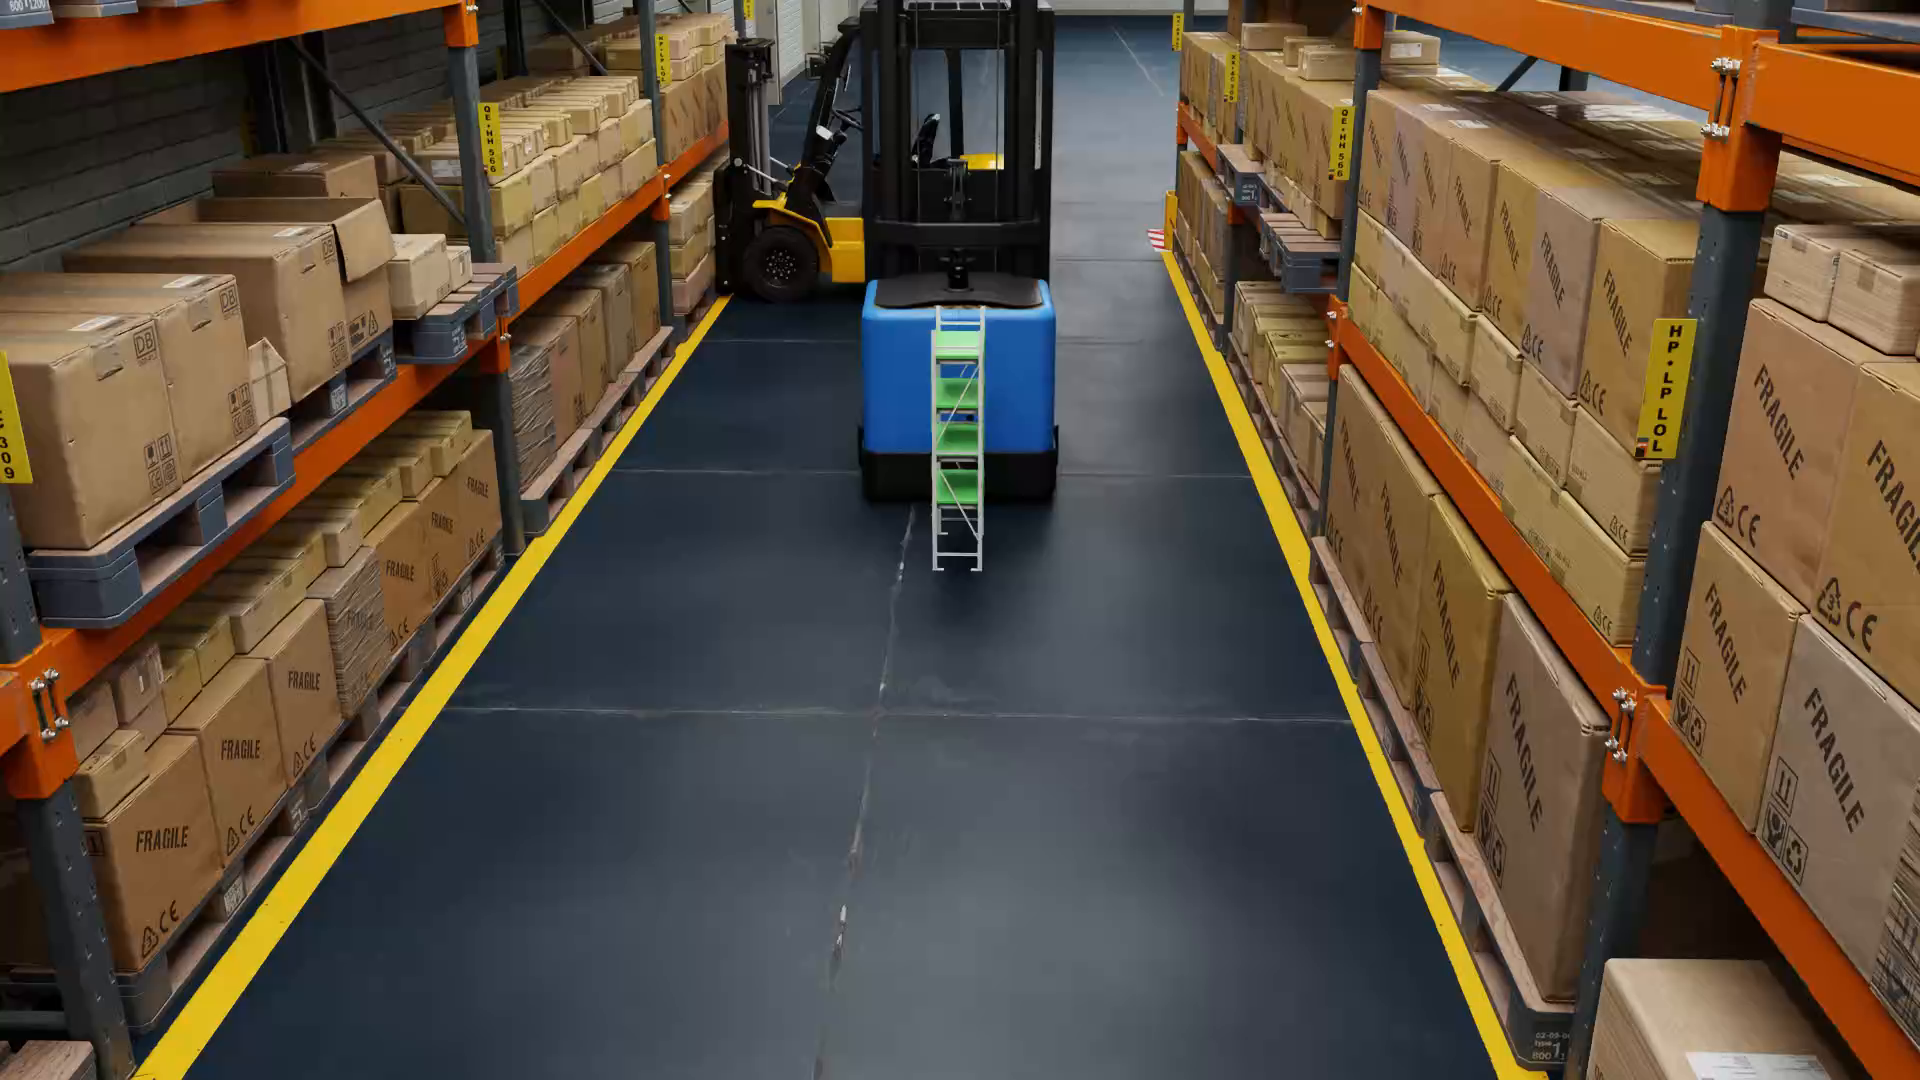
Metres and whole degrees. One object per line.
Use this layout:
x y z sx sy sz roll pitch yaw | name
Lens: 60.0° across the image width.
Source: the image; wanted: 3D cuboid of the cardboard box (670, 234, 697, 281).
-2.250 -2.100 12.323 0.500 0.250 0.500 1 21 1 | cardboard box

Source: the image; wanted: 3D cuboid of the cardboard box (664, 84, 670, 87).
-2.294 -3.336 11.946 0.380 0.149 0.250 1 21 3 | cardboard box

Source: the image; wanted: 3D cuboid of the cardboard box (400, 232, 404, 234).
-2.937 -1.430 8.276 0.500 0.250 0.500 0 21 0 | cardboard box

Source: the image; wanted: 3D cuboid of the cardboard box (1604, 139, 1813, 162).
2.461 -1.057 5.585 0.500 0.500 0.500 0 21 1 | cardboard box

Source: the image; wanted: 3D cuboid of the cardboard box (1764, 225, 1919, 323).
1.876 -0.539 3.355 0.380 0.149 0.250 0 21 1 | cardboard box

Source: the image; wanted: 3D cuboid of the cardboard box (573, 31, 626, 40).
-2.794 -3.850 12.860 0.380 0.149 0.250 0 21 1 | cardboard box

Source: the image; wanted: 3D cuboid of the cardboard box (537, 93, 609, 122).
-2.358 -2.632 10.132 0.380 0.149 0.250 0 21 0 | cardboard box

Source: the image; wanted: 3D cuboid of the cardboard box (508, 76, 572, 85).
-2.798 -3.006 11.094 0.380 0.149 0.250 0 21 0 | cardboard box

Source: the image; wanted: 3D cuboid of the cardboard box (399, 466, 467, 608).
-2.519 -0.029 7.333 0.500 0.500 0.500 0 21 1 | cardboard box

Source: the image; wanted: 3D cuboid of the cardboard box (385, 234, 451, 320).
-2.403 -1.076 6.782 0.500 0.250 0.500 0 21 -1 | cardboard box

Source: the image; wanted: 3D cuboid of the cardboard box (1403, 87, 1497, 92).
2.520 -2.012 8.436 0.500 0.500 0.500 2 21 4 | cardboard box

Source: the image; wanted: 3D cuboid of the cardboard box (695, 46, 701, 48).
-2.294 -3.895 13.385 0.380 0.149 0.250 0 21 1 | cardboard box

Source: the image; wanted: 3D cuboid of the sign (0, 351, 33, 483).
-2.274 -0.289 3.931 0.100 0.325 0.005 1 21 2 | sign

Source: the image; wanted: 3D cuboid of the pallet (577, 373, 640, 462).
-2.591 -0.772 10.227 1.003 0.211 1.213 1 21 2 | pallet

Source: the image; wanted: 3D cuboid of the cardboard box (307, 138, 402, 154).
-2.991 -1.900 8.243 0.380 0.149 0.250 1 21 3 | cardboard box

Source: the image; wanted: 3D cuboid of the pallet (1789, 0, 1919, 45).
2.110 -0.897 2.670 1.003 0.211 1.213 1 21 2 | pallet

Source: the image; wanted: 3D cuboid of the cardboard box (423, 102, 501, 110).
-2.891 -2.455 9.674 0.380 0.149 0.250 1 21 2 | cardboard box

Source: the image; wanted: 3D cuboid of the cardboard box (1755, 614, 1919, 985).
1.850 0.467 3.042 0.500 0.500 0.500 1 21 2 | cardboard box

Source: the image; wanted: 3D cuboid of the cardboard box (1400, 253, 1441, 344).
1.960 -0.898 6.212 0.500 0.250 0.500 1 21 1 | cardboard box

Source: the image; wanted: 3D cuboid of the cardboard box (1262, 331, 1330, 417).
2.337 -0.998 10.006 0.950 0.372 0.625 1 21 3 | cardboard box

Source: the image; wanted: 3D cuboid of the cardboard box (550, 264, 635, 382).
-2.609 -1.401 10.695 0.875 0.625 0.625 0 21 1 | cardboard box

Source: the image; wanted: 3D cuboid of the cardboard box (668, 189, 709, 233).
-2.219 -2.518 12.709 0.500 0.250 0.500 1 21 2 | cardboard box

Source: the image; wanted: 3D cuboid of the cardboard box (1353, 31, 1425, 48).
2.592 -2.993 10.069 0.380 0.149 0.250 0 21 0 | cardboard box

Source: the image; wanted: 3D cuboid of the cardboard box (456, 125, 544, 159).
-2.406 -2.080 8.709 0.380 0.149 0.250 1 21 2 | cardboard box

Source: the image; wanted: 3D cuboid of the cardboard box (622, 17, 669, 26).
-2.711 -4.406 14.292 0.380 0.149 0.250 1 21 3 | cardboard box

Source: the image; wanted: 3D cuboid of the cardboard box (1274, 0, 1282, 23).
2.656 -3.721 12.040 0.700 0.500 0.500 1 21 2 | cardboard box

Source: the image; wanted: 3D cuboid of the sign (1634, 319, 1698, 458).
1.602 -0.341 3.769 0.100 0.325 0.005 1 21 2 | sign

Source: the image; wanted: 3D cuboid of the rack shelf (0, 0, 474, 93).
-2.756 -1.675 5.547 1.077 0.370 4.000 1 21 2 | rack shelf

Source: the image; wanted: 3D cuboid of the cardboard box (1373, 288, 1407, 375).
2.002 -0.852 6.785 0.500 0.250 0.500 0 21 0 | cardboard box

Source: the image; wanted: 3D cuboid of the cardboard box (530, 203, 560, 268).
-2.417 -1.605 8.725 0.500 0.250 0.500 0 21 0 | cardboard box

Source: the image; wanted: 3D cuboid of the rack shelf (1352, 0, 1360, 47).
2.327 -3.068 9.137 1.077 0.370 4.000 1 21 2 | rack shelf

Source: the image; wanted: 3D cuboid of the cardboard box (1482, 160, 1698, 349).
1.951 -0.883 5.137 0.500 0.500 0.500 1 21 3 | cardboard box

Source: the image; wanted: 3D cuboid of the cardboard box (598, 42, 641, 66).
-2.367 -3.477 11.897 0.380 0.149 0.250 1 21 2 | cardboard box

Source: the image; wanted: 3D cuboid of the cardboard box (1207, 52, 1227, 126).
2.173 -3.451 12.726 0.500 0.500 0.500 1 21 3 | cardboard box

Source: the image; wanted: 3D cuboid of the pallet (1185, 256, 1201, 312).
2.408 -2.114 13.684 1.003 0.211 1.213 1 21 2 | pallet

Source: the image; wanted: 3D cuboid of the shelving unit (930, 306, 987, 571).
-0.005 -0.500 8.158 0.258 1.200 0.503 1 21 2 | shelving unit

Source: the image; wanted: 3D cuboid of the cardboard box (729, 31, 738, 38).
-2.182 -4.448 14.811 0.380 0.149 0.250 1 21 2 | cardboard box

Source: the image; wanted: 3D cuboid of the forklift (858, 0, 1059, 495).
-0.019 -2.089 9.861 1.130 2.935 3.031 0 21 -1 | forklift

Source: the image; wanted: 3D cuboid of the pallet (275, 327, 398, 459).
-2.749 -0.542 6.045 1.003 0.211 1.213 1 21 2 | pallet

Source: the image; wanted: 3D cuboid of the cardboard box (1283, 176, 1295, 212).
1.950 -1.861 8.946 0.380 0.149 0.250 1 21 3 | cardboard box

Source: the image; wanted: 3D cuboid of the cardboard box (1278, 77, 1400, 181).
2.022 -2.200 8.922 0.500 0.500 0.500 -1 21 -2 | cardboard box

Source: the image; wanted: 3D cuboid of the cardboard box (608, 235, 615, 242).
-2.752 -2.341 12.255 0.500 0.250 0.500 1 21 3 | cardboard box

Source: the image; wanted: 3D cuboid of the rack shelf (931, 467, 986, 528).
-0.005 -0.216 8.268 0.258 0.148 0.480 1 21 2 | rack shelf

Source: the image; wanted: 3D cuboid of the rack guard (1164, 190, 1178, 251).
2.508 -2.981 15.522 1.175 0.500 0.348 1 21 2 | rack guard

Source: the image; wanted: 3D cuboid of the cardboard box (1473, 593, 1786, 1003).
2.084 0.734 4.847 0.875 0.875 0.875 1 21 3 | cardboard box

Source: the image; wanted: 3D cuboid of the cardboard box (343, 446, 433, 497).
-2.486 -0.293 7.115 0.380 0.149 0.250 0 21 0 | cardboard box

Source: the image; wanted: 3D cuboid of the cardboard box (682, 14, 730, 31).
-2.252 -4.583 14.749 0.380 0.149 0.250 1 21 2 | cardboard box

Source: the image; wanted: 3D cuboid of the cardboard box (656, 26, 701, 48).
-2.293 -4.029 13.319 0.380 0.149 0.250 1 21 2 | cardboard box

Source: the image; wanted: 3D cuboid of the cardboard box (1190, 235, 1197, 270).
2.182 -2.418 13.834 0.500 0.250 0.500 2 21 5 | cardboard box

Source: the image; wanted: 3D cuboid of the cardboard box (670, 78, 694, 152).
-2.299 -3.174 12.424 0.500 0.500 0.500 1 21 3 | cardboard box

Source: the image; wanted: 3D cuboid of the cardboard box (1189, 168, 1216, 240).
2.174 -2.770 13.706 0.500 0.500 0.500 1 21 3 | cardboard box

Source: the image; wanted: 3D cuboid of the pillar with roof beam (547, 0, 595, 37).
0.929 -6.735 13.447 9.100 9.000 0.400 1 21 2 | pillar with roof beam

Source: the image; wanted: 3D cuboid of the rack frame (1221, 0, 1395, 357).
2.388 -2.728 11.413 1.000 3.000 0.127 1 21 2 | rack frame

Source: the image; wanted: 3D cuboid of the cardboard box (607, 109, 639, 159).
-2.341 -2.578 10.543 0.500 0.250 0.500 0 21 0 | cardboard box

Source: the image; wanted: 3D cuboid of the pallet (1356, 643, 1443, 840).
2.127 0.742 6.324 1.003 0.211 1.213 1 21 2 | pallet

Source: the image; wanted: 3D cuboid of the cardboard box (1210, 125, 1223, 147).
2.121 -3.098 12.714 0.380 0.149 0.250 0 21 1 | cardboard box

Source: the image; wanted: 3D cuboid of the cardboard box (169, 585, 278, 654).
-2.572 0.269 5.669 0.380 0.149 0.250 1 21 1 | cardboard box
